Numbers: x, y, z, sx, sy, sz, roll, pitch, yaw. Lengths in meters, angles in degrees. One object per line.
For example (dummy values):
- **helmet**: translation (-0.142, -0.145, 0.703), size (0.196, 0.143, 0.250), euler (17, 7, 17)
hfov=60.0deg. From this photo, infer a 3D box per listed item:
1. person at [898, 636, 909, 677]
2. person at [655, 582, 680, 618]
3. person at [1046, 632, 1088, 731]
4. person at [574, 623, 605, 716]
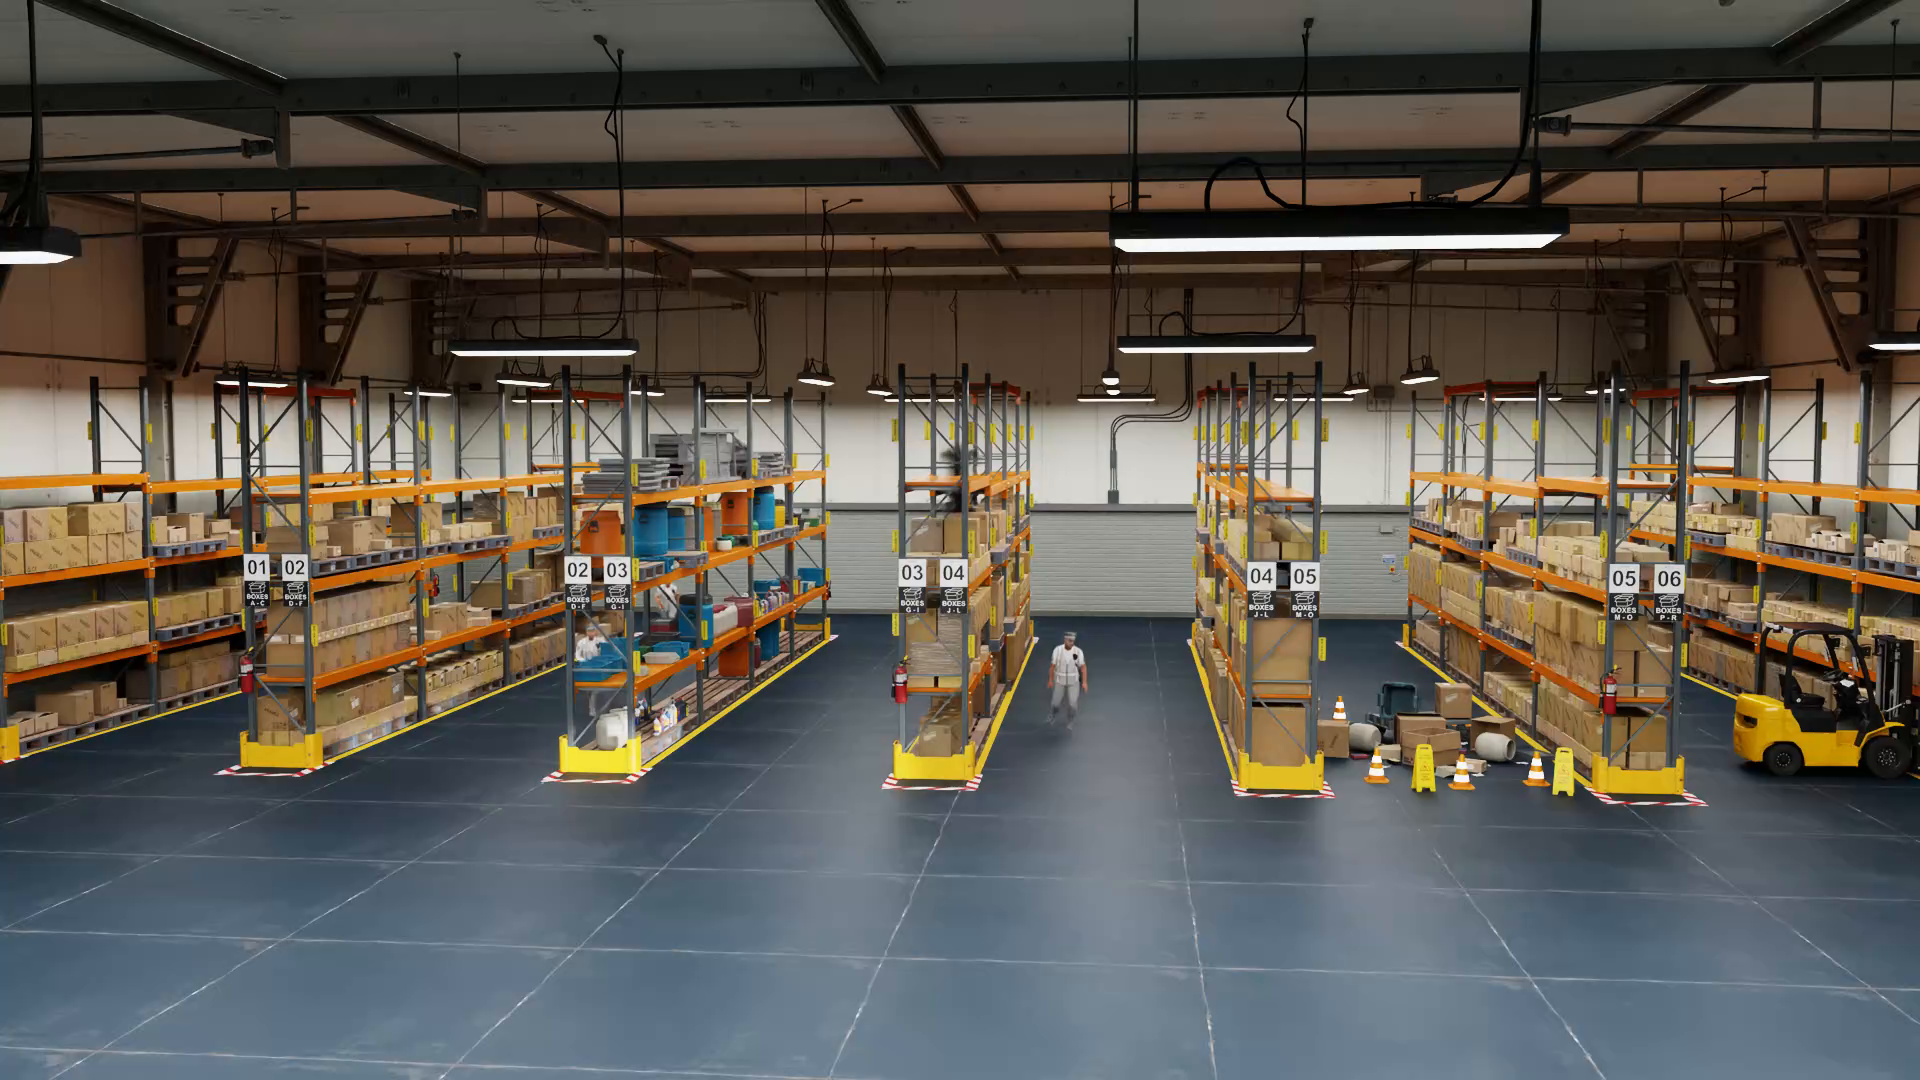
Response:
- **person**: translation (-1.060, 2.063, 34.129), size (0.582, 1.505, 0.839), euler (0, 4, -4)
- **person**: translation (-7.030, 1.650, 39.939), size (0.612, 1.619, 0.746), euler (-1, 4, -14)
- **person**: translation (1.791, 2.354, 27.911), size (0.688, 1.683, 0.618), euler (0, 4, 2)
- **person**: translation (-6.566, 2.285, 29.713), size (0.611, 1.644, 0.751), euler (0, 4, -7)
